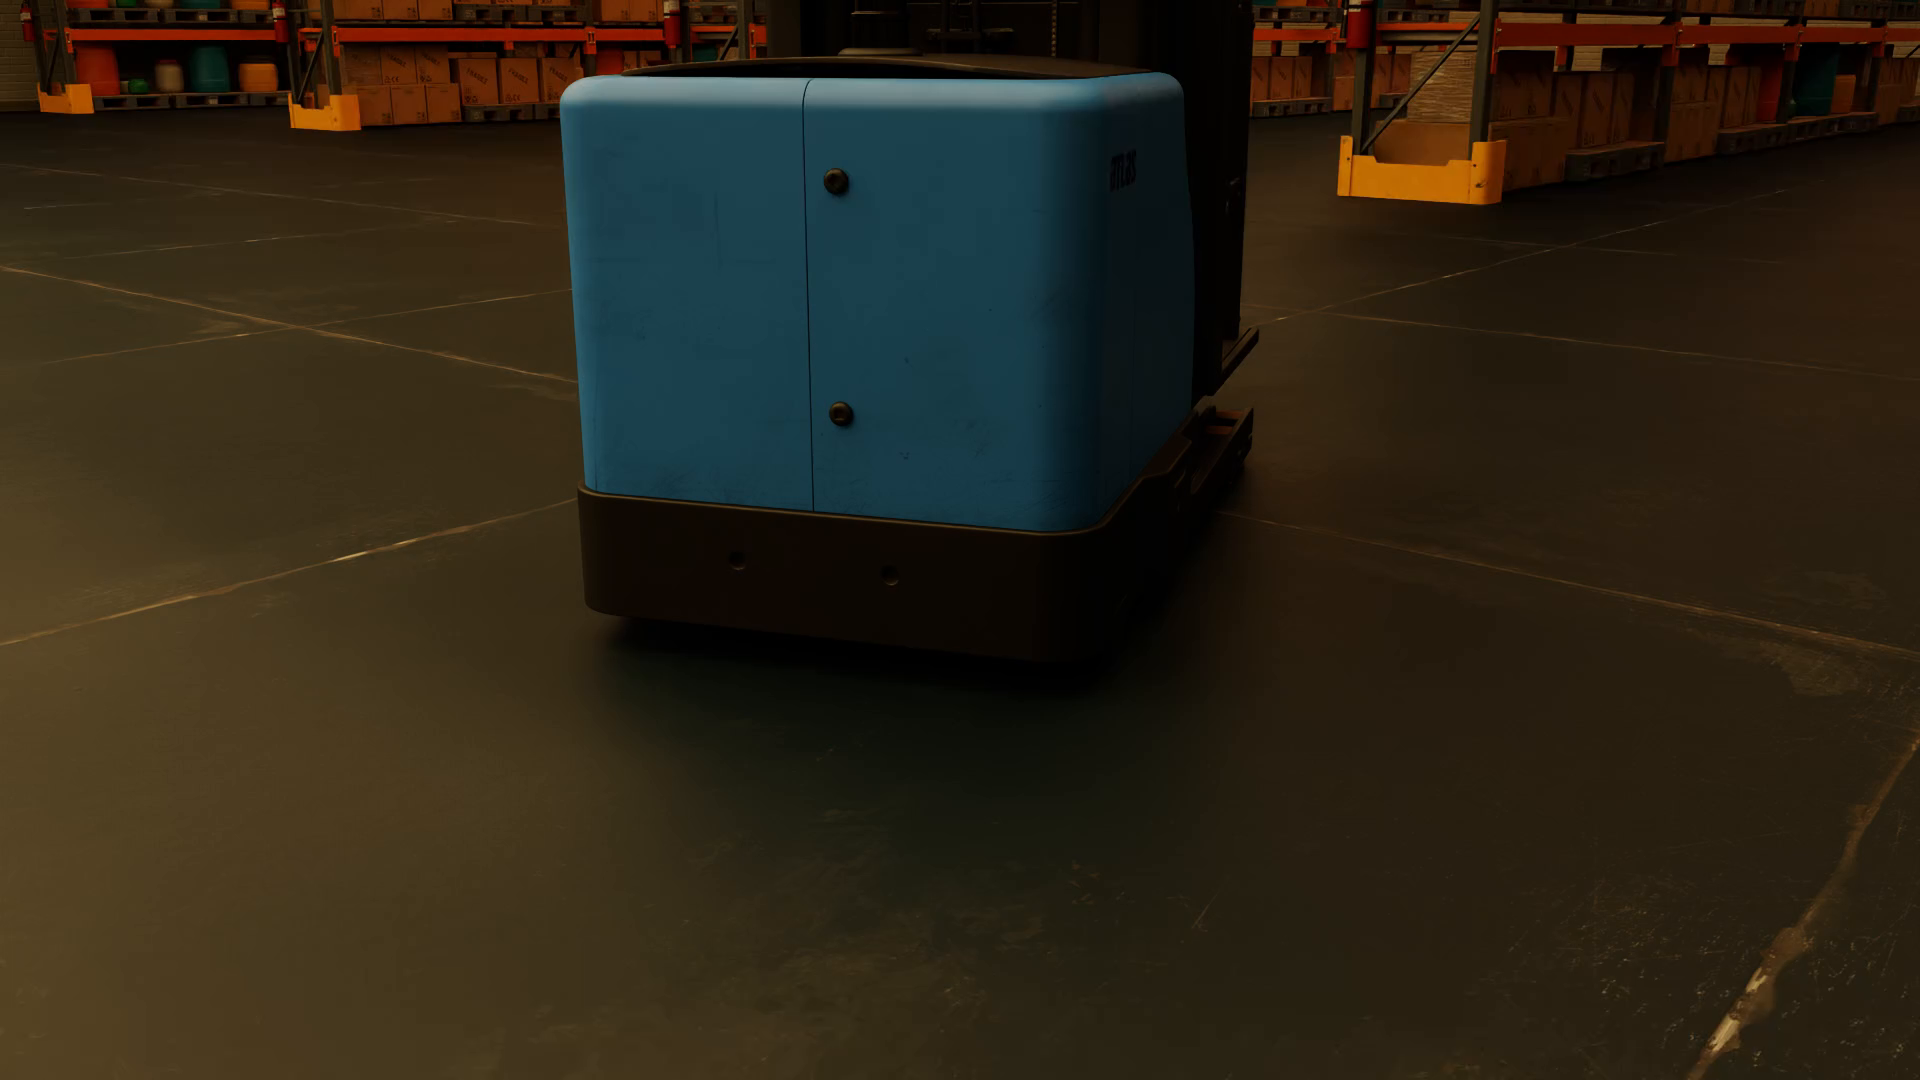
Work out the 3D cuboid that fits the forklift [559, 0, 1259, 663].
[{"bbox_3d":[0.182,-1.571,4.072,1.130,2.935,3.031,5,18,17],"label":"forklift"}]
